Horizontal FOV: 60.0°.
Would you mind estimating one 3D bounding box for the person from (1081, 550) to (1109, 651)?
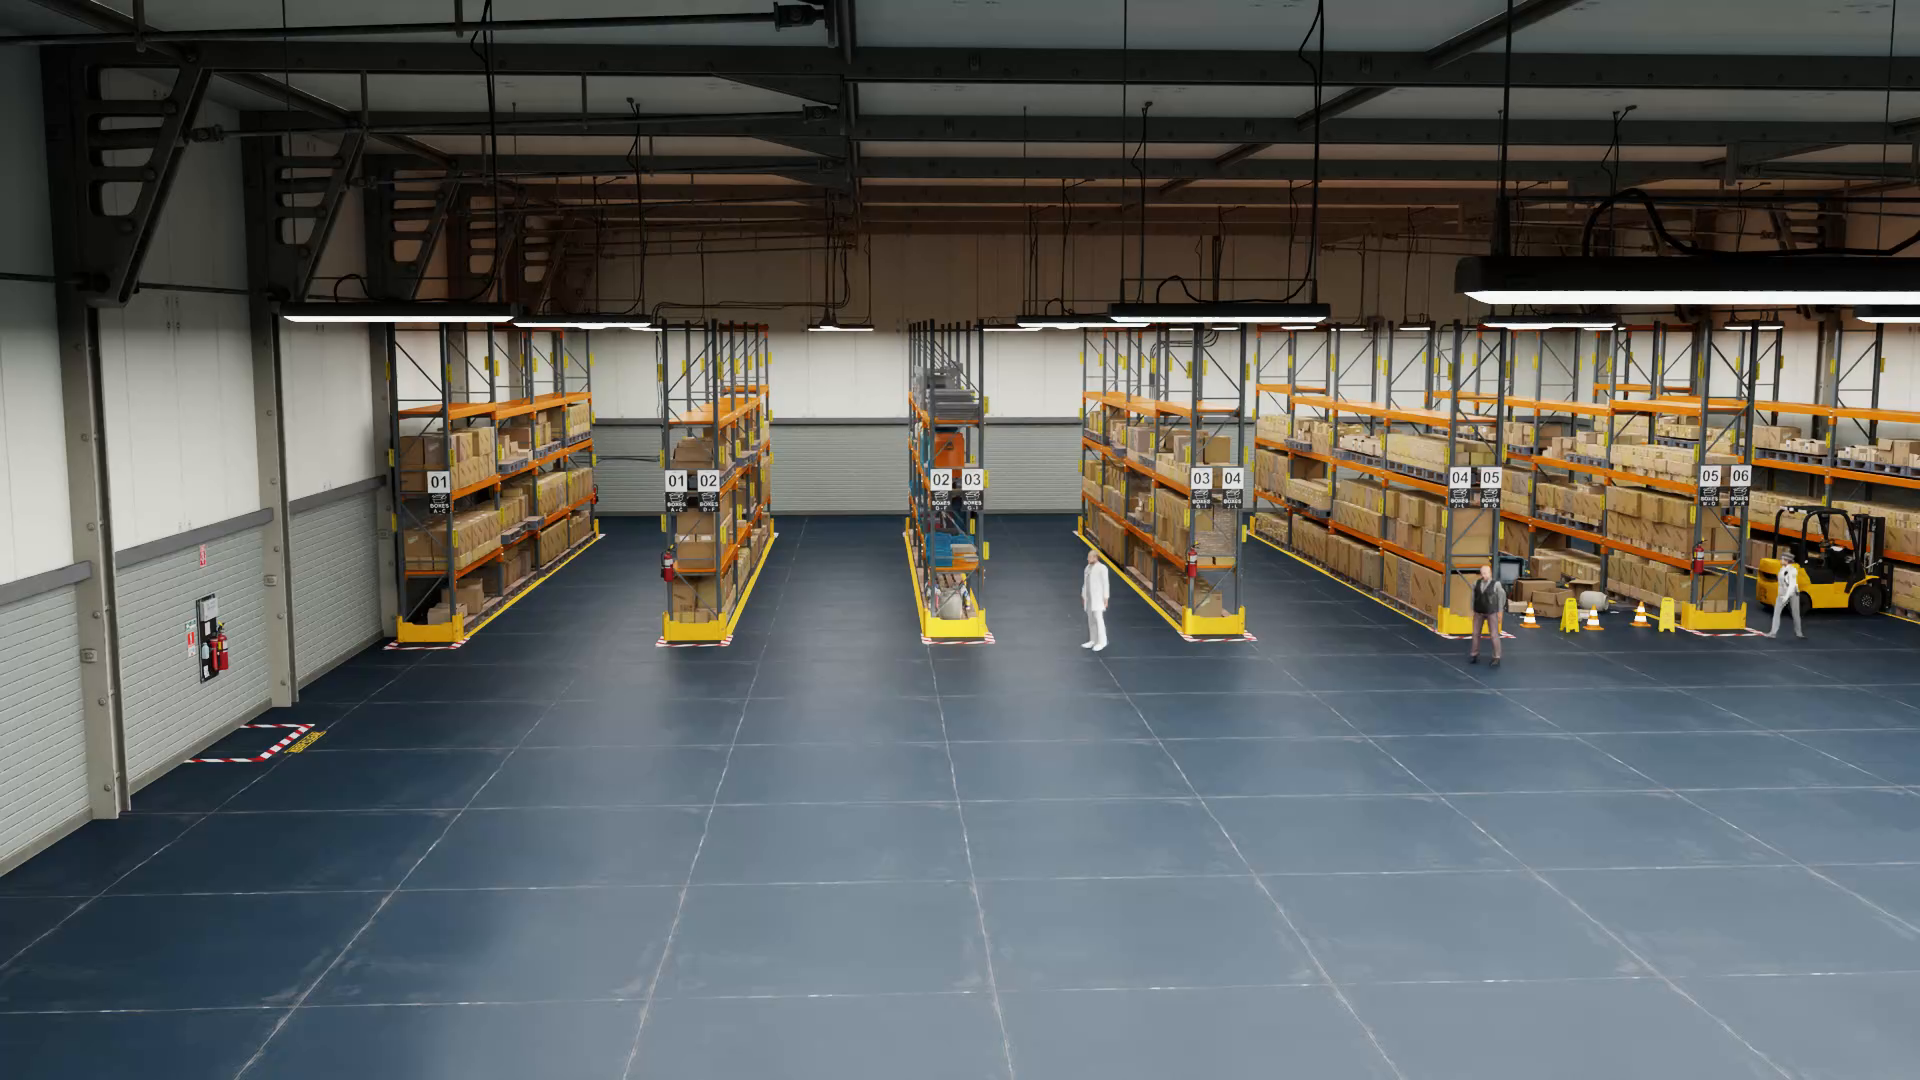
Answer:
[{"bbox_3d":[2.437,1.107,30.457,0.393,1.810,0.635,-5,9,-36],"label":"person"}]

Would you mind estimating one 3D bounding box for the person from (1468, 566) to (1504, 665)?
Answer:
[{"bbox_3d":[9.136,1.295,28.968,0.586,1.718,0.420,6,9,38],"label":"person"}]

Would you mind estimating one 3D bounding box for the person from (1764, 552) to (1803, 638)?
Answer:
[{"bbox_3d":[15.584,1.043,31.339,0.926,1.629,0.463,-5,8,-33],"label":"person"}]

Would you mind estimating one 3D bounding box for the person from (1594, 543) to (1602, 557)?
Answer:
[{"bbox_3d":[15.849,-0.250,41.301,0.445,1.791,0.636,3,8,22],"label":"person"}]
